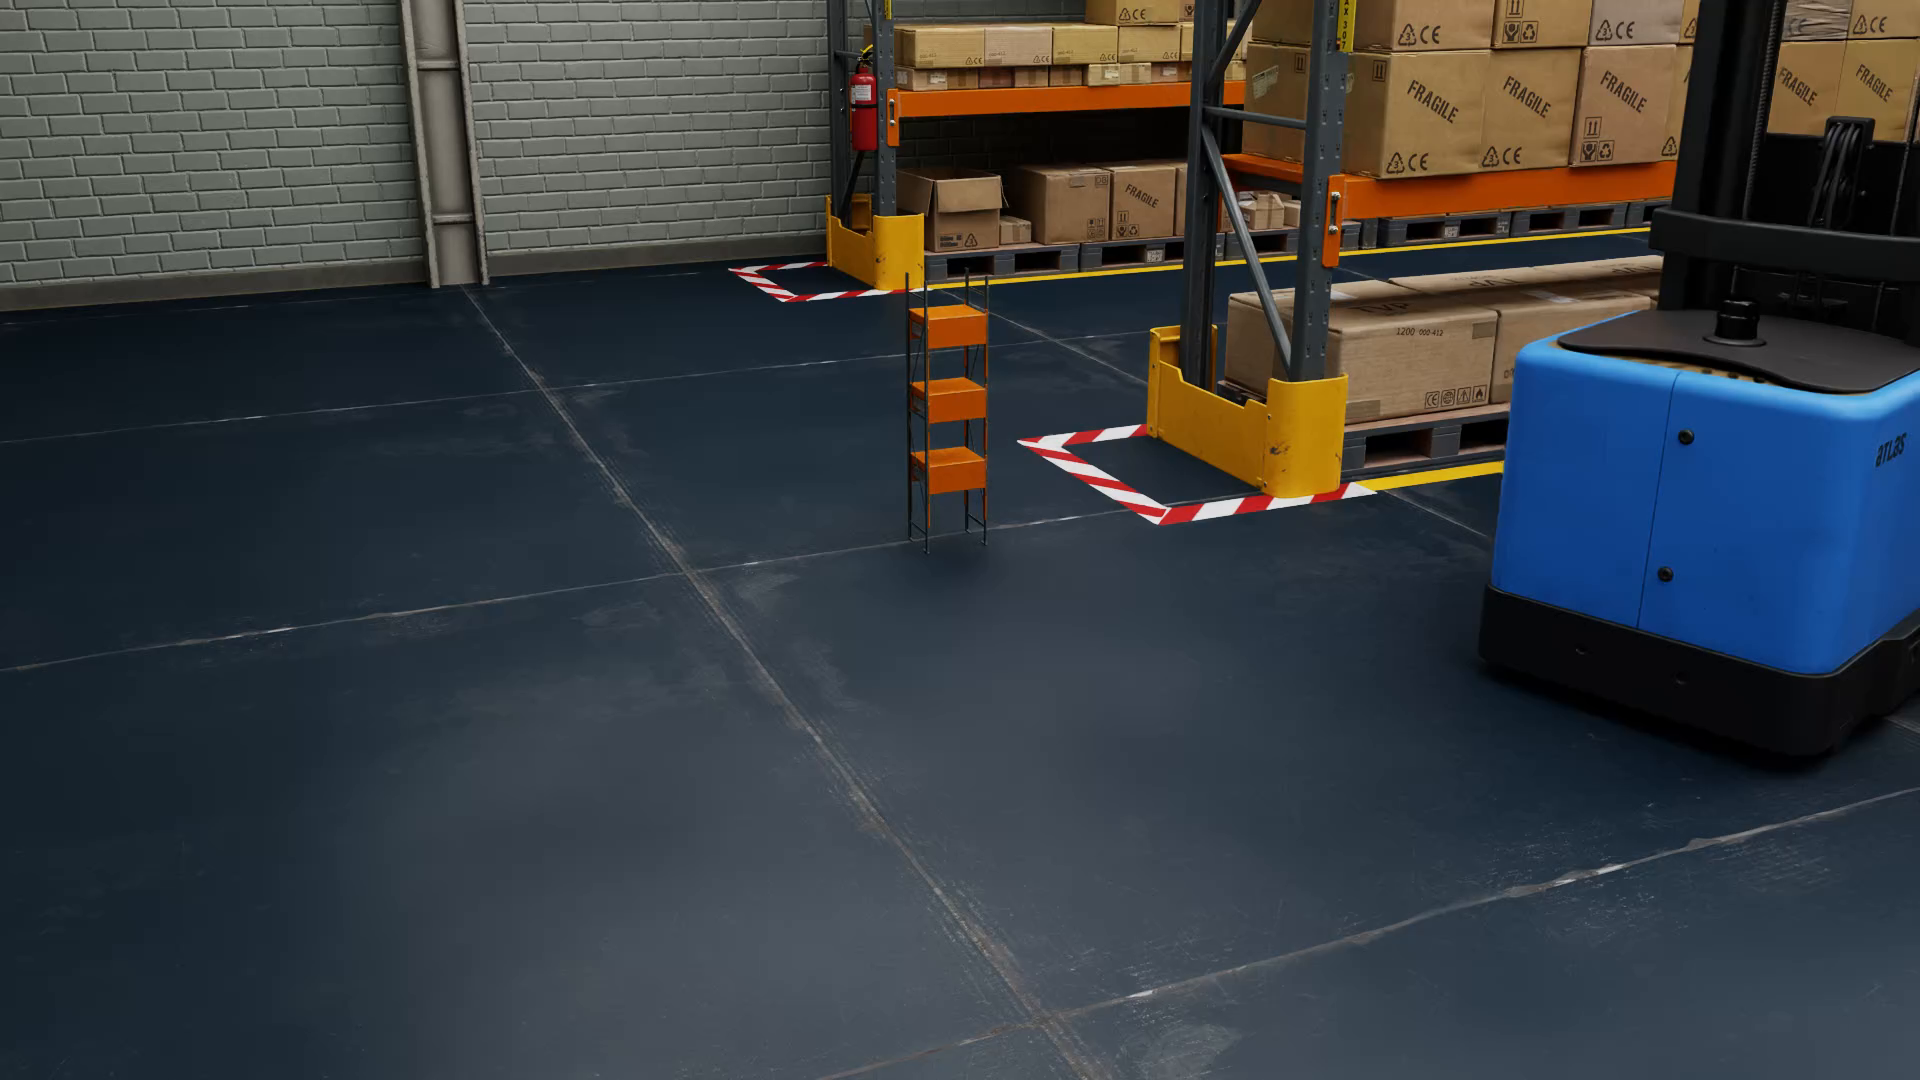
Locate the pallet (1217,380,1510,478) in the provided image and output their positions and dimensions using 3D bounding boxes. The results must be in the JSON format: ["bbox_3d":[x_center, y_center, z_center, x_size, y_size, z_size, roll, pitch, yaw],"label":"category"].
[{"bbox_3d":[1.988,-0.600,7.907,1.213,0.211,1.003,-8,21,-22],"label":"pallet"}]

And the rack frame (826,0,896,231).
[{"bbox_3d":[-0.684,-3.299,11.375,0.127,3.000,1.000,-8,21,-22],"label":"rack frame"}]

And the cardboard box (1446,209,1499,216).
[{"bbox_3d":[4.007,-2.912,13.408,0.500,0.500,0.500,-8,21,-23],"label":"cardboard box"}]

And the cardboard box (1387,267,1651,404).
[{"bbox_3d":[2.689,-1.016,8.116,0.875,0.438,0.875,-8,21,-20],"label":"cardboard box"}]

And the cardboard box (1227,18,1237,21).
[{"bbox_3d":[1.969,-3.844,12.701,0.500,0.250,0.500,-8,21,-22],"label":"cardboard box"}]

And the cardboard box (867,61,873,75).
[{"bbox_3d":[-0.486,-3.306,11.773,0.250,0.149,0.380,-8,21,-23],"label":"cardboard box"}]

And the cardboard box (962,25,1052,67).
[{"bbox_3d":[0.302,-3.413,11.475,0.500,0.250,0.500,-8,21,-21],"label":"cardboard box"}]

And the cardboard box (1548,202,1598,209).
[{"bbox_3d":[4.945,-3.043,13.779,0.500,0.500,0.500,-9,21,-24],"label":"cardboard box"}]

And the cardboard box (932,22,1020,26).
[{"bbox_3d":[0.107,-3.578,11.944,0.500,0.250,0.500,-8,21,-22],"label":"cardboard box"}]

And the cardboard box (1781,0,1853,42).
[{"bbox_3d":[3.701,-2.551,7.593,0.500,0.500,0.500,-8,21,-21],"label":"cardboard box"}]

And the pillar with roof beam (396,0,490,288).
[{"bbox_3d":[-1.812,-4.736,6.424,0.400,9.000,9.100,-8,21,-22],"label":"pillar with roof beam"}]

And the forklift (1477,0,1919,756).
[{"bbox_3d":[3.053,-1.175,5.447,3.031,2.935,1.130,-18,26,-41],"label":"forklift"}]

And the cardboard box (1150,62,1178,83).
[{"bbox_3d":[1.372,-3.390,12.012,0.250,0.149,0.380,-8,21,-22],"label":"cardboard box"}]

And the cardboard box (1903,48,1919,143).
[{"bbox_3d":[4.633,-2.220,8.161,0.500,0.500,0.500,-8,21,-21],"label":"cardboard box"}]

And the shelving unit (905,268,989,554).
[{"bbox_3d":[-0.049,-0.488,6.328,0.252,1.050,0.215,-8,21,-22],"label":"shelving unit"}]

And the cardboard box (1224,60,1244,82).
[{"bbox_3d":[1.861,-3.437,12.145,0.250,0.149,0.380,-8,21,-23],"label":"cardboard box"}]

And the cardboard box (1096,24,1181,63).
[{"bbox_3d":[1.227,-3.554,11.877,0.500,0.250,0.500,-9,21,-23],"label":"cardboard box"}]

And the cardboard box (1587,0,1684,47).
[{"bbox_3d":[2.780,-2.421,7.226,0.500,0.500,0.500,-8,21,-22],"label":"cardboard box"}]

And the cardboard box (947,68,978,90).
[{"bbox_3d":[-0.059,-3.188,11.437,0.250,0.149,0.380,-8,21,-21],"label":"cardboard box"}]

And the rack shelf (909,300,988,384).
[{"bbox_3d":[-0.049,-0.746,6.237,0.240,0.259,0.215,-8,21,-22],"label":"rack shelf"}]

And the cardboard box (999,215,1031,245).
[{"bbox_3d":[0.320,-2.248,12.050,0.250,0.149,0.380,-9,21,-24],"label":"cardboard box"}]

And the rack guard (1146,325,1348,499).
[{"bbox_3d":[1.263,-0.604,7.484,0.348,0.500,1.175,-8,21,-22],"label":"rack guard"}]

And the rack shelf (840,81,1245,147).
[{"bbox_3d":[1.152,-3.223,12.242,4.000,0.370,1.077,-8,21,-22],"label":"rack shelf"}]

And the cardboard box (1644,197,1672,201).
[{"bbox_3d":[5.894,-3.187,14.188,0.500,0.500,0.500,-8,21,-23],"label":"cardboard box"}]

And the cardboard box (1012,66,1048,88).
[{"bbox_3d":[0.425,-3.247,11.607,0.250,0.149,0.380,-7,21,-20],"label":"cardboard box"}]

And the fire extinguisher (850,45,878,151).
[{"bbox_3d":[-0.636,-2.926,10.995,0.183,0.674,0.296,-8,21,-22],"label":"fire extinguisher"}]

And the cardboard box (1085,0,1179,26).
[{"bbox_3d":[1.216,-3.897,11.723,0.500,0.500,0.500,-8,21,-21],"label":"cardboard box"}]

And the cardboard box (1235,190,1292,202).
[{"bbox_3d":[2.288,-2.740,13.204,0.500,0.311,0.500,-7,21,-20],"label":"cardboard box"}]

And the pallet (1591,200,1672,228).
[{"bbox_3d":[5.961,-2.949,14.581,1.213,0.211,1.003,-8,21,-22],"label":"pallet"}]

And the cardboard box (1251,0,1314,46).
[{"bbox_3d":[1.634,-2.441,7.281,0.500,0.500,0.500,-7,21,-20],"label":"cardboard box"}]

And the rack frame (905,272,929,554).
[{"bbox_3d":[-0.161,-0.472,6.282,0.008,1.050,0.200,-8,21,-22],"label":"rack frame"}]

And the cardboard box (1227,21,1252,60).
[{"bbox_3d":[2.163,-3.683,12.244,0.500,0.250,0.500,-8,21,-22],"label":"cardboard box"}]

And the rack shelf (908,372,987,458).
[{"bbox_3d":[-0.049,-0.478,6.331,0.240,0.259,0.215,-8,21,-22],"label":"rack shelf"}]

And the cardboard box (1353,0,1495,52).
[{"bbox_3d":[1.839,-2.281,6.828,0.500,0.500,0.500,-9,21,-23],"label":"cardboard box"}]

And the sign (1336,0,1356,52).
[{"bbox_3d":[1.500,-2.062,6.438,0.005,0.325,0.100,-8,21,-22],"label":"sign"}]

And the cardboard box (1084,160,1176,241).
[{"bbox_3d":[1.240,-2.509,12.264,0.500,0.500,0.500,-8,21,-21],"label":"cardboard box"}]

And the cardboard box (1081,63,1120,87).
[{"bbox_3d":[0.929,-3.294,11.740,0.250,0.149,0.380,-9,21,-23],"label":"cardboard box"}]

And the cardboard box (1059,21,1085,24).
[{"bbox_3d":[1.044,-3.710,12.320,0.500,0.250,0.500,-8,21,-22],"label":"cardboard box"}]

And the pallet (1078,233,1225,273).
[{"bbox_3d":[1.236,-2.258,12.618,1.213,0.211,1.003,-8,21,-22],"label":"pallet"}]

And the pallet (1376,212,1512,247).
[{"bbox_3d":[3.720,-2.628,13.670,1.213,0.211,1.003,-8,21,-22],"label":"pallet"}]

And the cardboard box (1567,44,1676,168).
[{"bbox_3d":[2.767,-1.945,7.379,0.500,0.500,0.500,-8,21,-22],"label":"cardboard box"}]

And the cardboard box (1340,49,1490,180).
[{"bbox_3d":[1.840,-1.809,6.992,0.500,0.500,0.500,-8,21,-22],"label":"cardboard box"}]

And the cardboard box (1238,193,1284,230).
[{"bbox_3d":[2.265,-2.524,12.658,0.258,0.266,0.396,-7,21,-20],"label":"cardboard box"}]

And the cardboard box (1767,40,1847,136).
[{"bbox_3d":[3.707,-2.080,7.763,0.500,0.500,0.500,-8,21,-23],"label":"cardboard box"}]
